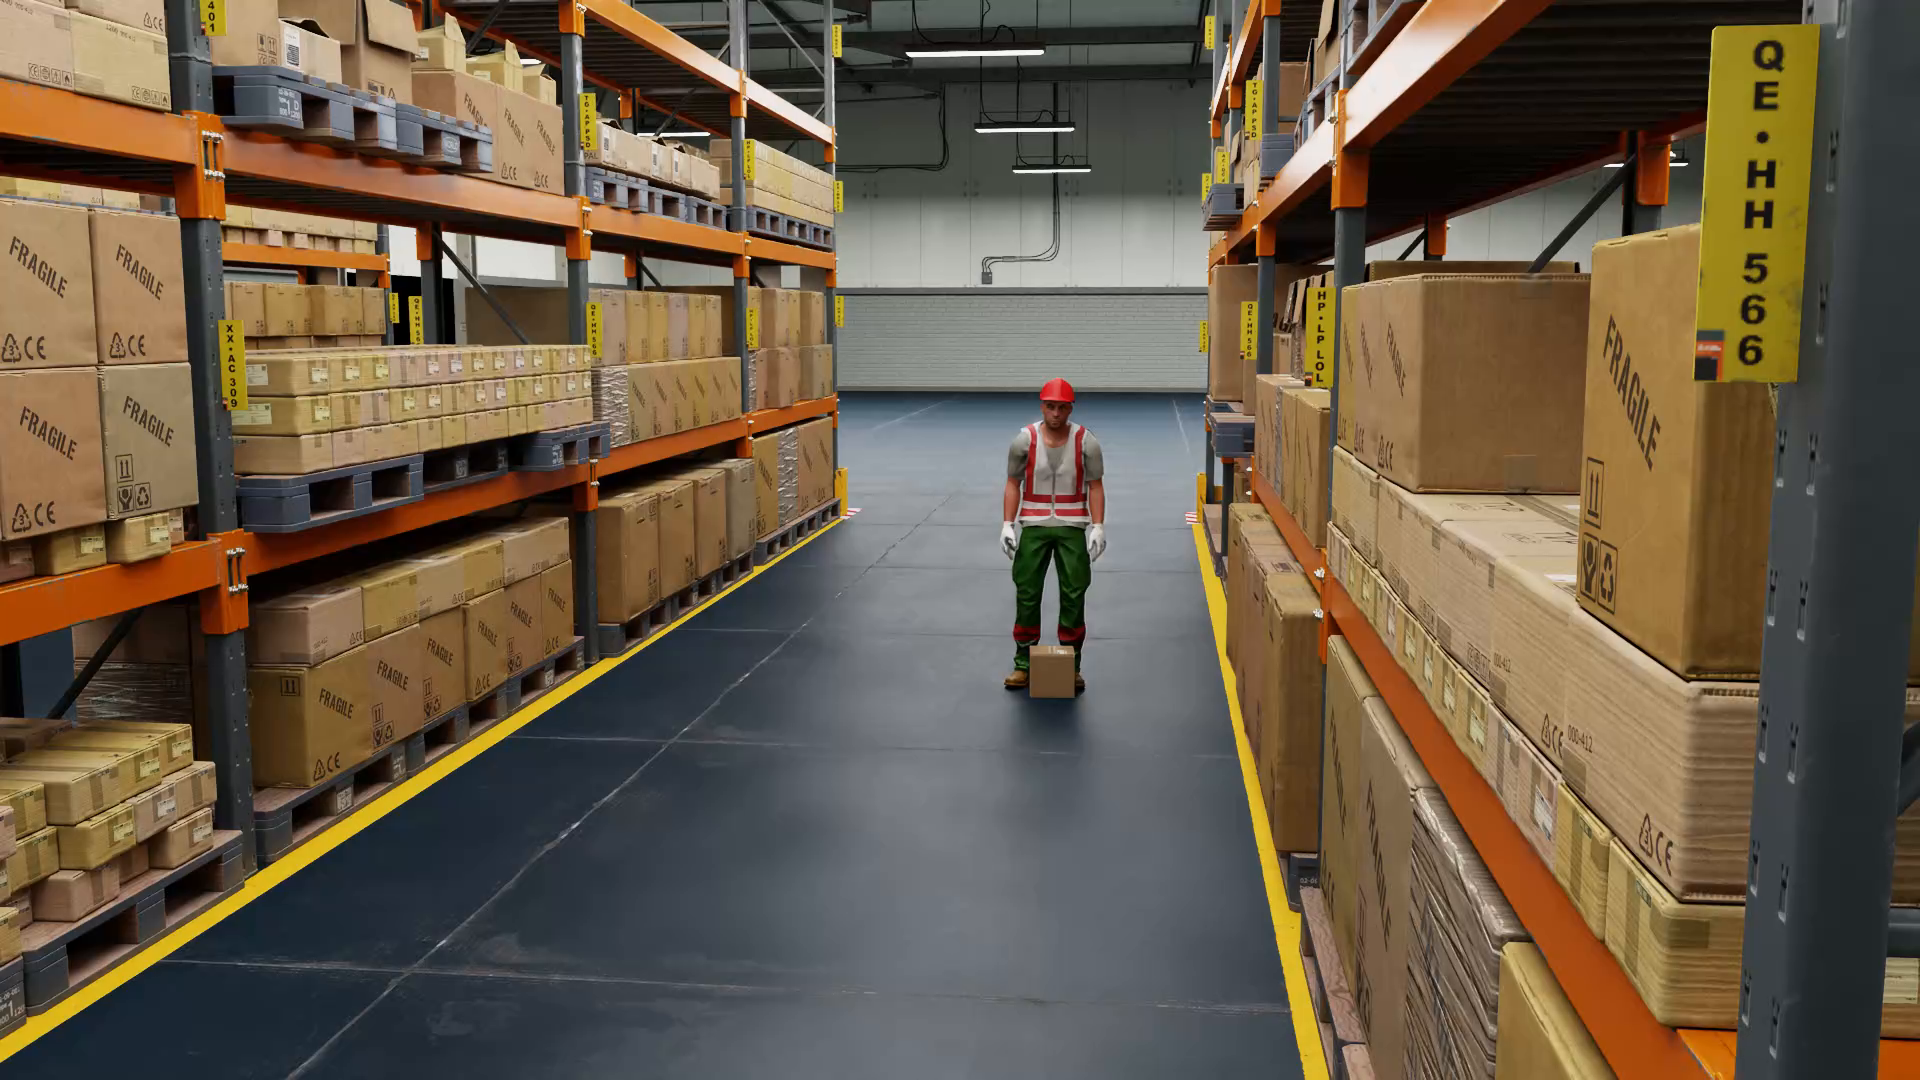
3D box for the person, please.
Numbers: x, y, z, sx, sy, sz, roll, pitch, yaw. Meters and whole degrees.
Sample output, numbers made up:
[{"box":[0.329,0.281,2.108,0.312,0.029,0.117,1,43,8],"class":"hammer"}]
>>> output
[{"box":[0.534,-0.041,9.538,0.607,1.779,0.451,1,8,6],"class":"person"}]
